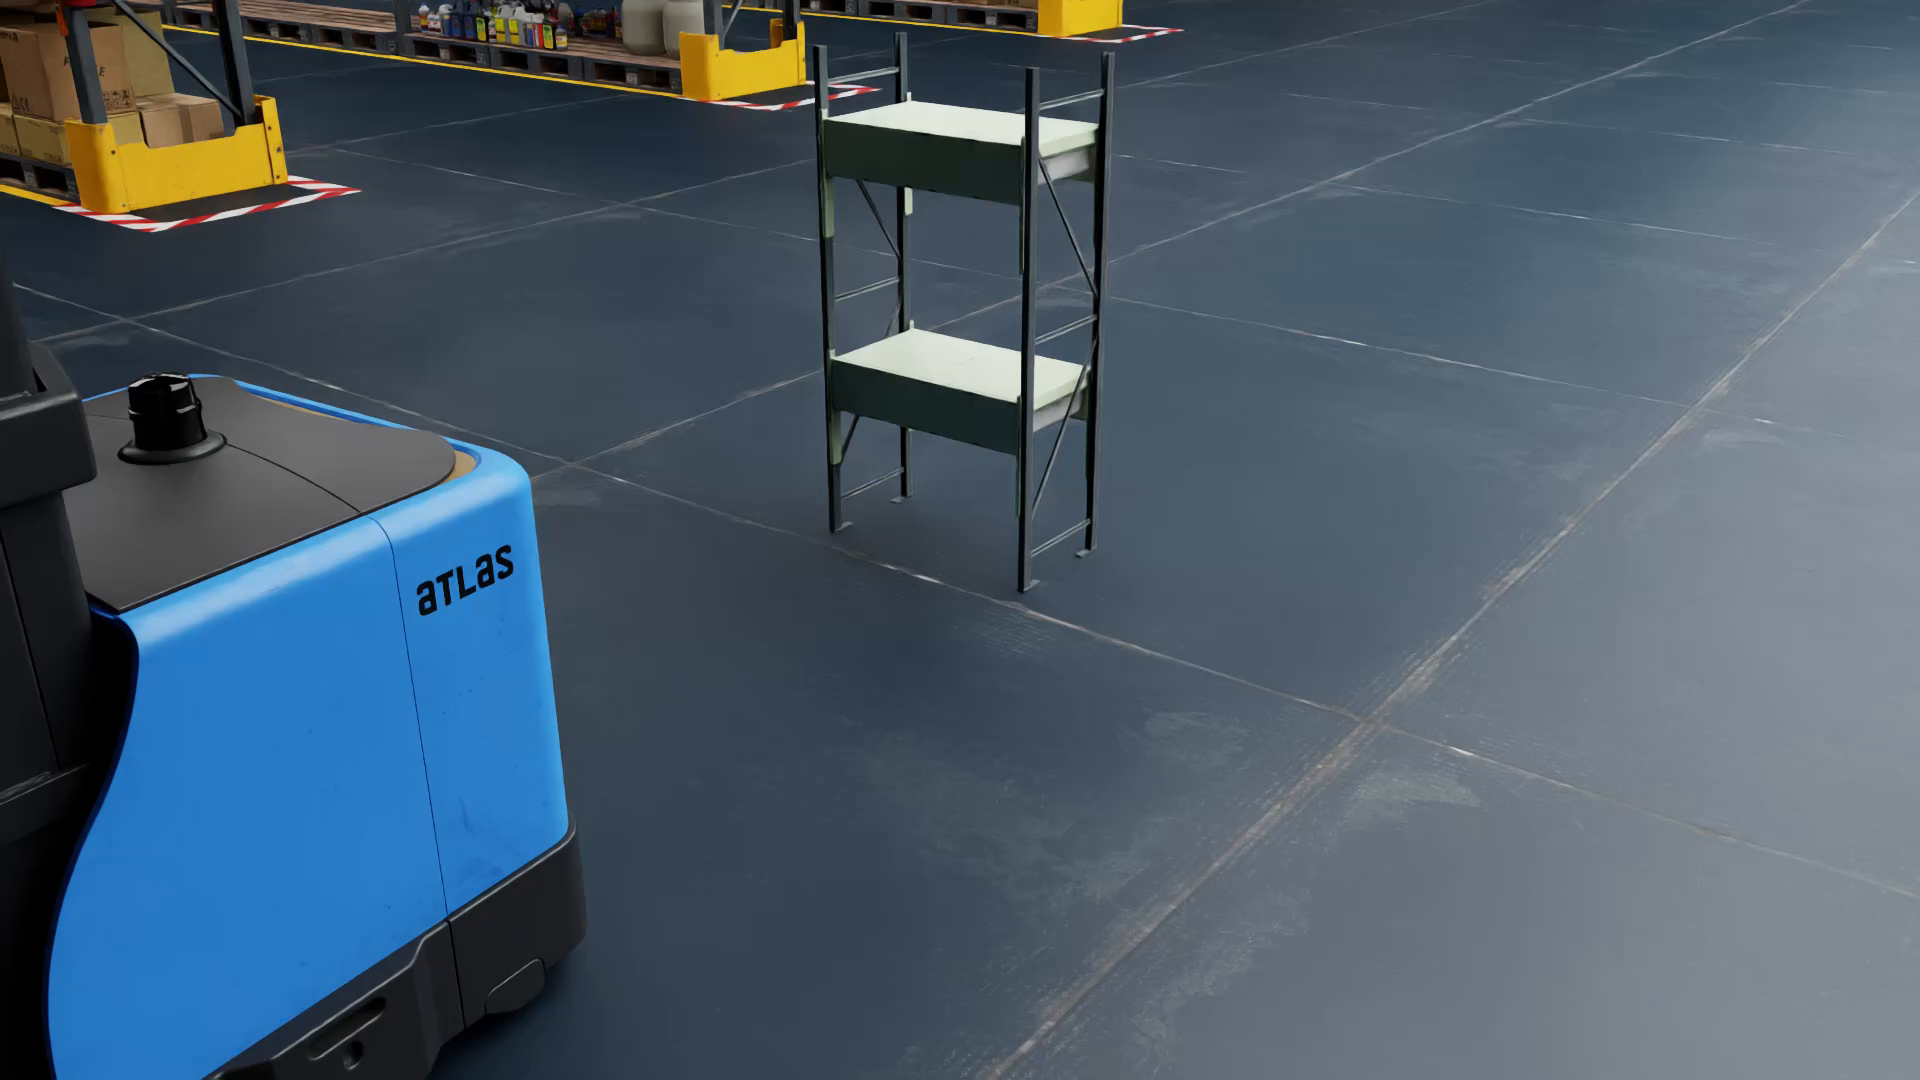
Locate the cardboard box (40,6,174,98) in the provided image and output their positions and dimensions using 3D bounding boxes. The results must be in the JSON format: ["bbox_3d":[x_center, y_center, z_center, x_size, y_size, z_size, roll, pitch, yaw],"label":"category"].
[{"bbox_3d":[-5.331,-3.049,10.409,0.500,0.500,0.500,17,29,33],"label":"cardboard box"}]

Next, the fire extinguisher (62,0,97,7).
[{"bbox_3d":[-4.818,-3.236,8.970,0.183,0.674,0.296,17,29,33],"label":"fire extinguisher"}]

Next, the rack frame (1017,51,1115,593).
[{"bbox_3d":[0.298,-0.596,4.743,0.023,1.500,0.400,17,29,33],"label":"rack frame"}]

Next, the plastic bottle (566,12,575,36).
[{"bbox_3d":[-3.522,-4.688,15.094,0.097,0.201,0.097,0,24,0],"label":"plastic bottle"}]

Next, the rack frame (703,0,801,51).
[{"bbox_3d":[-1.660,-5.047,12.985,0.127,3.000,1.000,17,29,33],"label":"rack frame"}]

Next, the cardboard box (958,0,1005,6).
[{"bbox_3d":[0.322,-5.983,17.689,0.500,0.500,0.500,-17,29,-34],"label":"cardboard box"}]

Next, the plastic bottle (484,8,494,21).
[{"bbox_3d":[-4.173,-4.569,14.738,0.097,0.271,0.097,0,24,0],"label":"plastic bottle"}]

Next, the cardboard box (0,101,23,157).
[{"bbox_3d":[-5.648,-2.535,10.173,0.500,0.250,0.500,17,29,33],"label":"cardboard box"}]

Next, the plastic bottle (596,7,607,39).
[{"bbox_3d":[-3.199,-4.622,14.858,0.097,0.271,0.097,0,24,0],"label":"plastic bottle"}]

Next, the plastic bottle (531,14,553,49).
[{"bbox_3d":[-3.578,-4.375,14.291,0.135,0.276,0.152,17,29,34],"label":"plastic bottle"}]

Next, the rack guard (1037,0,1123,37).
[{"bbox_3d":[1.249,-5.520,17.157,0.348,0.500,1.175,17,29,33],"label":"rack guard"}]

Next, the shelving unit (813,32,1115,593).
[{"bbox_3d":[0.005,-0.685,4.944,0.755,1.500,0.431,17,29,33],"label":"shelving unit"}]

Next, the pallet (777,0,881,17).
[{"bbox_3d":[-1.332,-6.185,19.027,1.213,0.211,1.003,17,29,33],"label":"pallet"}]

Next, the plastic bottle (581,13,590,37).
[{"bbox_3d":[-3.358,-4.638,14.981,0.097,0.201,0.097,0,24,0],"label":"plastic bottle"}]

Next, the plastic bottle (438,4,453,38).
[{"bbox_3d":[-4.594,-4.682,14.987,0.135,0.276,0.152,18,30,35],"label":"plastic bottle"}]

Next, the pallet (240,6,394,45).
[{"bbox_3d":[-6.493,-5.211,16.814,1.213,0.211,1.003,17,29,33],"label":"pallet"}]

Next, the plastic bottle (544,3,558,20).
[{"bbox_3d":[-3.697,-4.710,15.044,0.133,0.283,0.061,17,29,33],"label":"plastic bottle"}]

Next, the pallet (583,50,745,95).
[{"bbox_3d":[-2.396,-3.972,14.004,1.213,0.211,1.003,17,29,33],"label":"pallet"}]

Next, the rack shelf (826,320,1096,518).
[{"bbox_3d":[0.005,-0.386,5.075,0.720,0.370,0.431,17,29,33],"label":"rack shelf"}]

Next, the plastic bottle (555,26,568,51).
[{"bbox_3d":[-3.393,-4.271,14.147,0.097,0.201,0.097,0,24,0],"label":"plastic bottle"}]

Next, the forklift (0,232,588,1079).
[{"bbox_3d":[-1.959,-0.109,1.862,1.130,2.935,3.031,14,28,30],"label":"forklift"}]

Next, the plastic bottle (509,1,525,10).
[{"bbox_3d":[-4.088,-4.806,15.271,0.135,0.276,0.152,17,29,33],"label":"plastic bottle"}]

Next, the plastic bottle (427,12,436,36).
[{"bbox_3d":[-4.788,-4.692,15.104,0.097,0.201,0.097,0,24,0],"label":"plastic bottle"}]

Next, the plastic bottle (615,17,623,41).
[{"bbox_3d":[-3.007,-4.532,14.740,0.097,0.201,0.097,0,24,0],"label":"plastic bottle"}]

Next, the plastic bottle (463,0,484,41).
[{"bbox_3d":[-4.313,-4.629,14.775,0.185,0.351,0.144,15,28,31],"label":"plastic bottle"}]

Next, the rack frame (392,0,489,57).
[{"bbox_3d":[-4.861,-6.014,15.180,0.127,3.000,1.000,17,29,33],"label":"rack frame"}]

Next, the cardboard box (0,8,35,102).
[{"bbox_3d":[-6.051,-2.998,10.293,0.500,0.500,0.500,17,29,33],"label":"cardboard box"}]

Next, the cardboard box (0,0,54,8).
[{"bbox_3d":[-6.129,-3.292,10.961,0.500,0.500,0.500,17,29,33],"label":"cardboard box"}]

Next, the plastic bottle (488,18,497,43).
[{"bbox_3d":[-4.101,-4.484,14.633,0.097,0.201,0.097,0,24,0],"label":"plastic bottle"}]

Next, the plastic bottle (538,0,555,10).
[{"bbox_3d":[-3.761,-4.816,15.201,0.185,0.351,0.144,17,29,33],"label":"plastic bottle"}]

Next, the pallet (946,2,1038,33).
[{"bbox_3d":[0.620,-5.595,17.687,1.213,0.211,1.003,17,29,33],"label":"pallet"}]

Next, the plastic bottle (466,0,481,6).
[{"bbox_3d":[-4.378,-4.721,14.984,0.185,0.351,0.144,17,29,33],"label":"plastic bottle"}]

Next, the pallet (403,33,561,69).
[{"bbox_3d":[-4.349,-4.563,15.343,1.213,0.211,1.003,17,29,33],"label":"pallet"}]

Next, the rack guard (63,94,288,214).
[{"bbox_3d":[-4.615,-2.300,9.851,0.348,0.500,1.175,17,29,33],"label":"rack guard"}]

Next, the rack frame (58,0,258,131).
[{"bbox_3d":[-4.634,-3.450,9.360,0.127,3.000,1.000,17,29,33],"label":"rack frame"}]

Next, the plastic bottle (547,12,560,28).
[{"bbox_3d":[-3.515,-4.412,14.367,0.133,0.283,0.061,17,29,33],"label":"plastic bottle"}]

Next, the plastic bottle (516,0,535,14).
[{"bbox_3d":[-4.019,-4.894,15.378,0.185,0.351,0.144,15,28,31],"label":"plastic bottle"}]

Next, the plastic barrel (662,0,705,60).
[{"bbox_3d":[-2.233,-4.235,13.707,0.421,0.512,0.421,0,24,0],"label":"plastic barrel"}]

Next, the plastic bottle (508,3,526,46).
[{"bbox_3d":[-3.824,-4.481,14.440,0.185,0.351,0.144,18,30,35],"label":"plastic bottle"}]

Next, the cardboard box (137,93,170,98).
[{"bbox_3d":[-5.332,-2.705,10.558,0.500,0.250,0.500,17,29,33],"label":"cardboard box"}]
